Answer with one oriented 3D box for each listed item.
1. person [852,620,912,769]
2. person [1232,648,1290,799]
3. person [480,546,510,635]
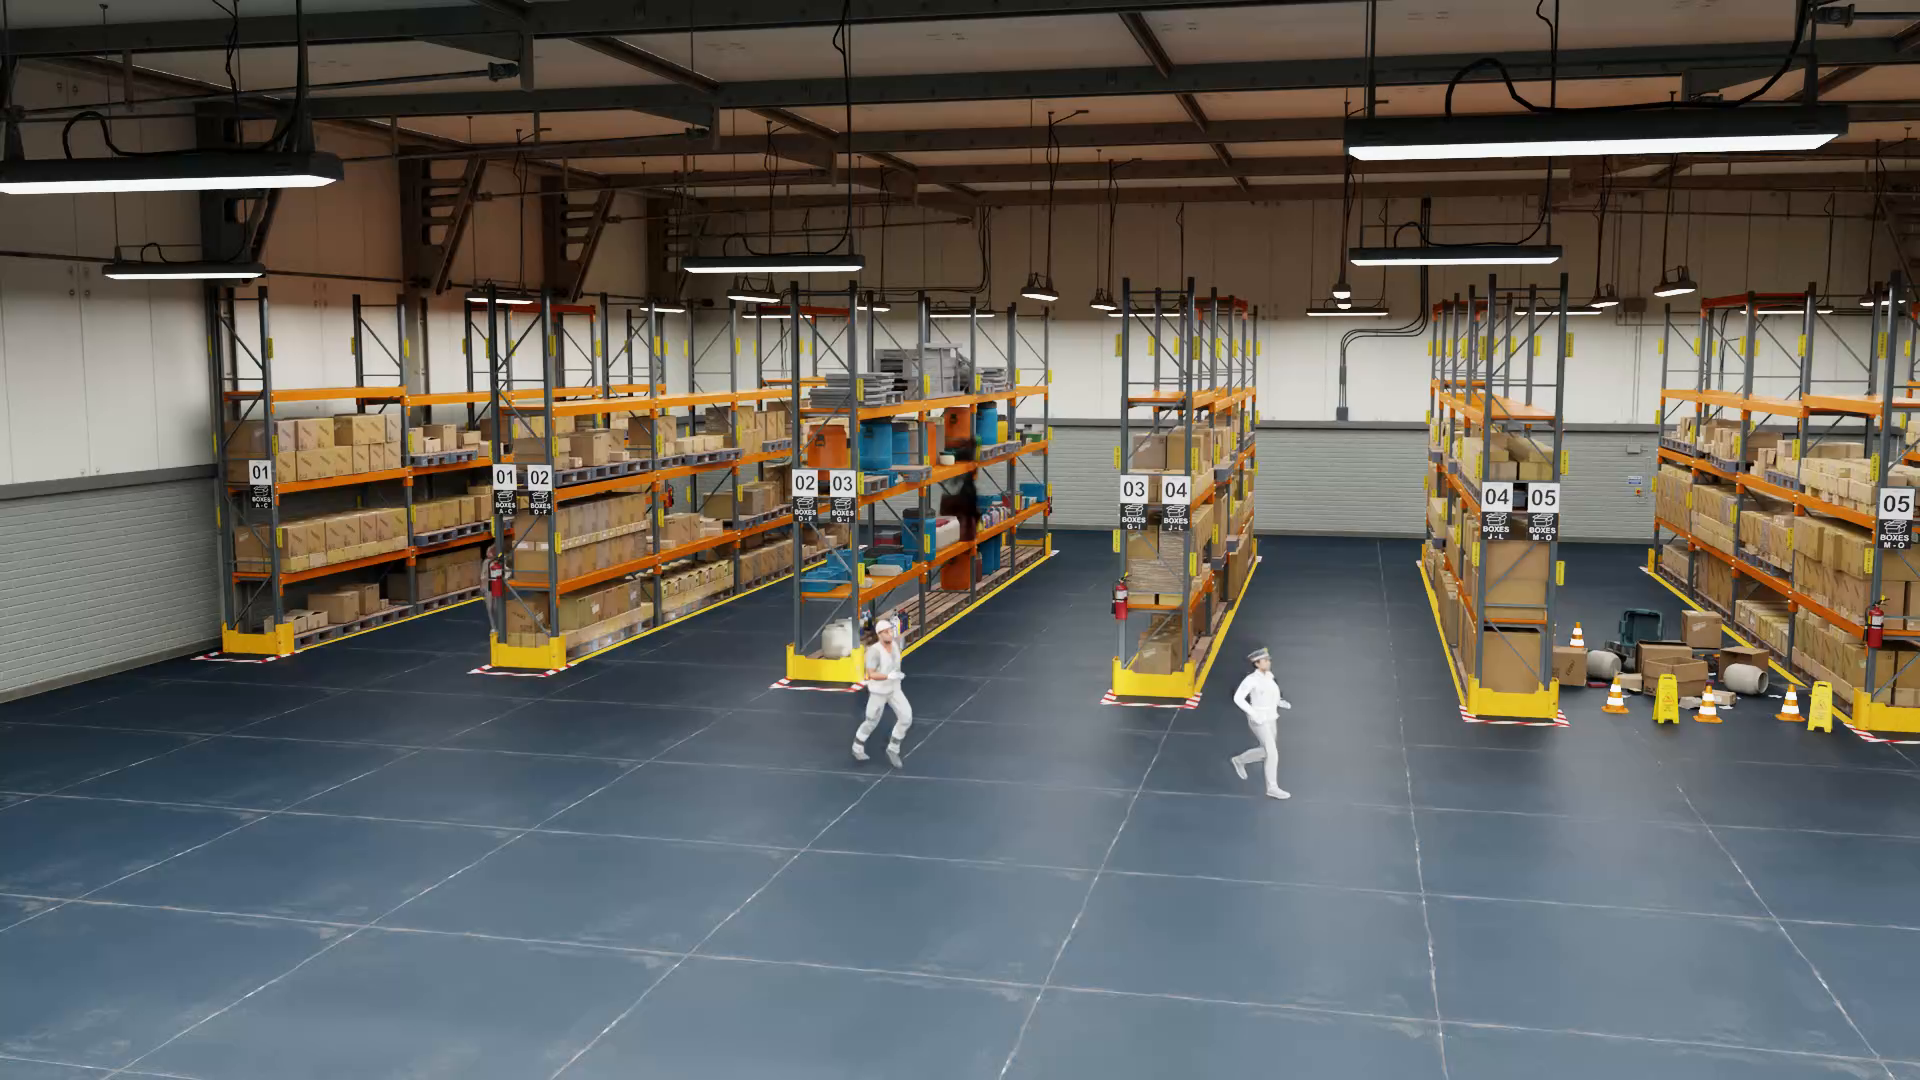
[{"bbox_3d":[-0.896,1.833,19.897,0.673,1.795,0.898,-6,9,-43],"label":"person"},{"bbox_3d":[3.376,2.027,18.725,0.823,1.666,0.626,6,9,43],"label":"person"},{"bbox_3d":[-8.183,0.880,29.275,0.536,1.568,0.506,1,7,8],"label":"person"}]
